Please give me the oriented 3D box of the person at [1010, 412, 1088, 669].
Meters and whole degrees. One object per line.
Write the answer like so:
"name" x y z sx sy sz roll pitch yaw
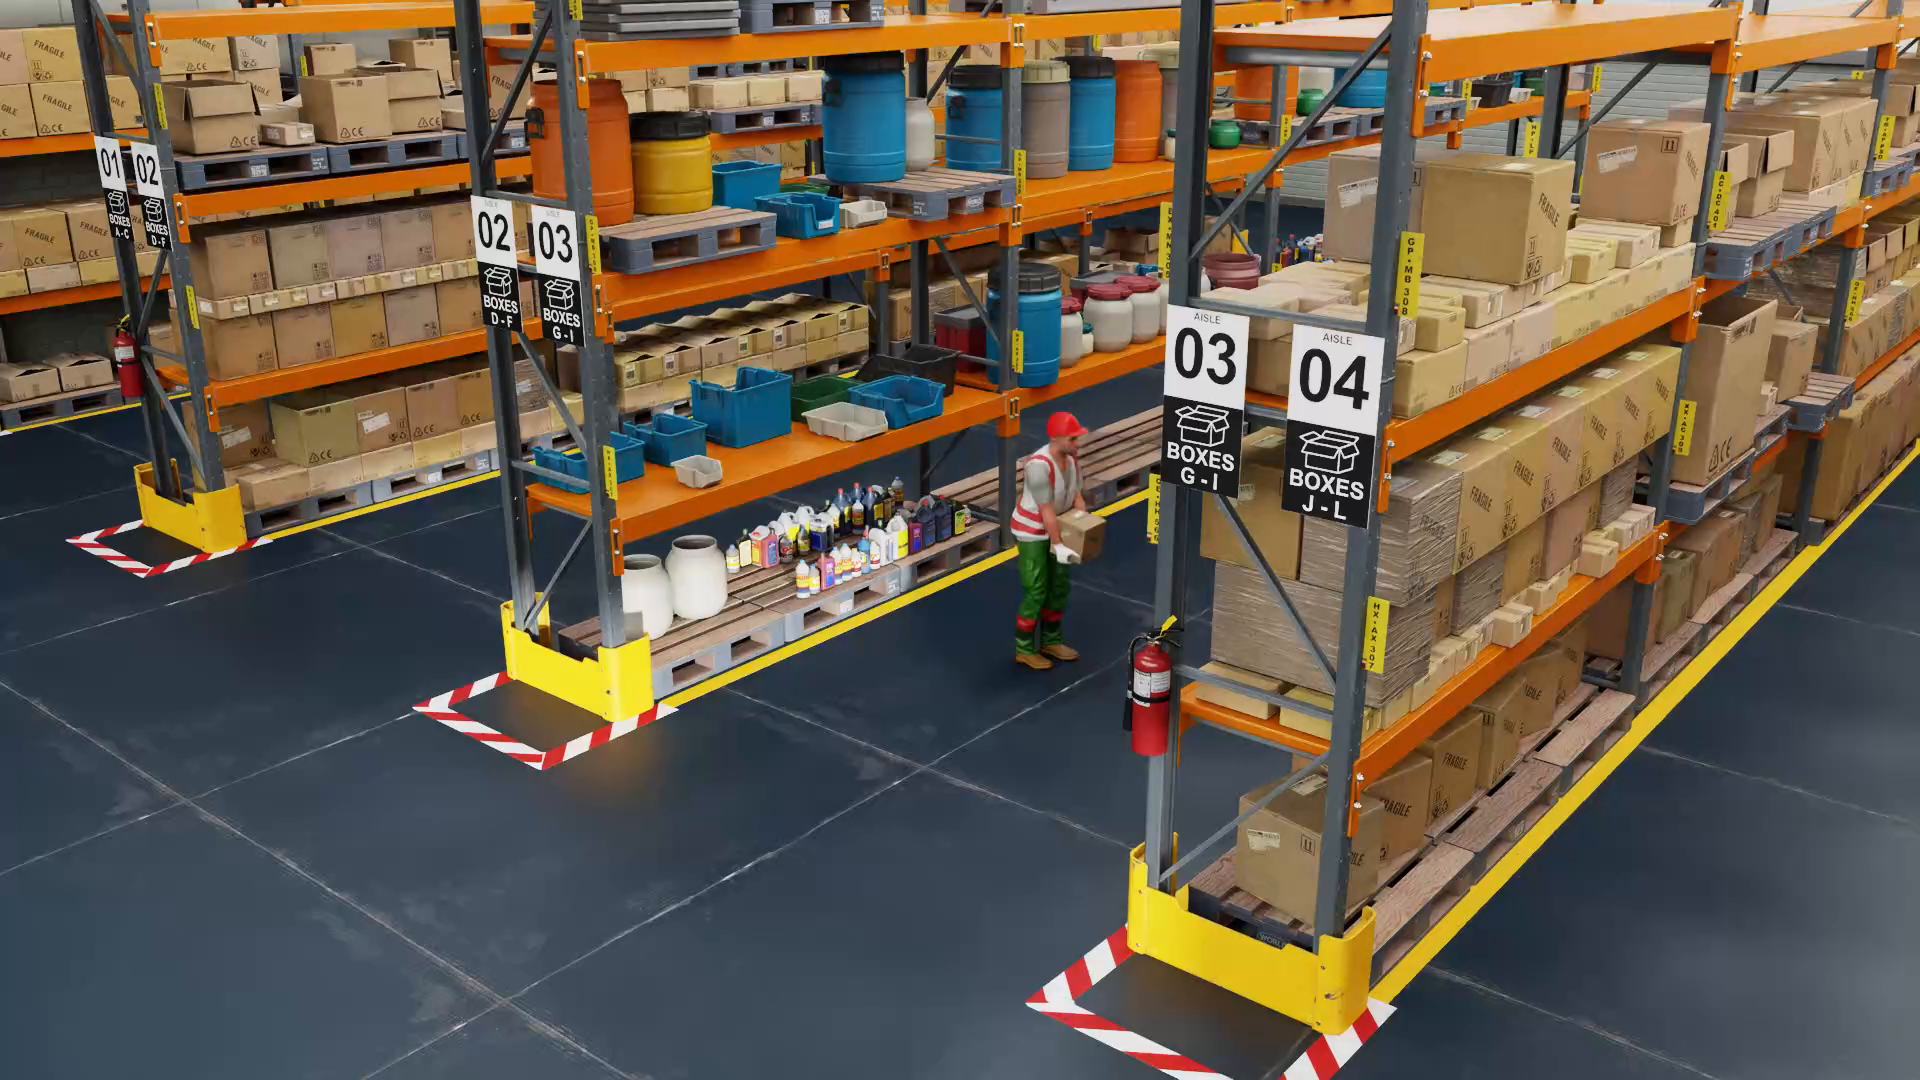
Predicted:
"person" 0.643 -0.005 11.088 0.586 1.763 0.488 15 25 36
